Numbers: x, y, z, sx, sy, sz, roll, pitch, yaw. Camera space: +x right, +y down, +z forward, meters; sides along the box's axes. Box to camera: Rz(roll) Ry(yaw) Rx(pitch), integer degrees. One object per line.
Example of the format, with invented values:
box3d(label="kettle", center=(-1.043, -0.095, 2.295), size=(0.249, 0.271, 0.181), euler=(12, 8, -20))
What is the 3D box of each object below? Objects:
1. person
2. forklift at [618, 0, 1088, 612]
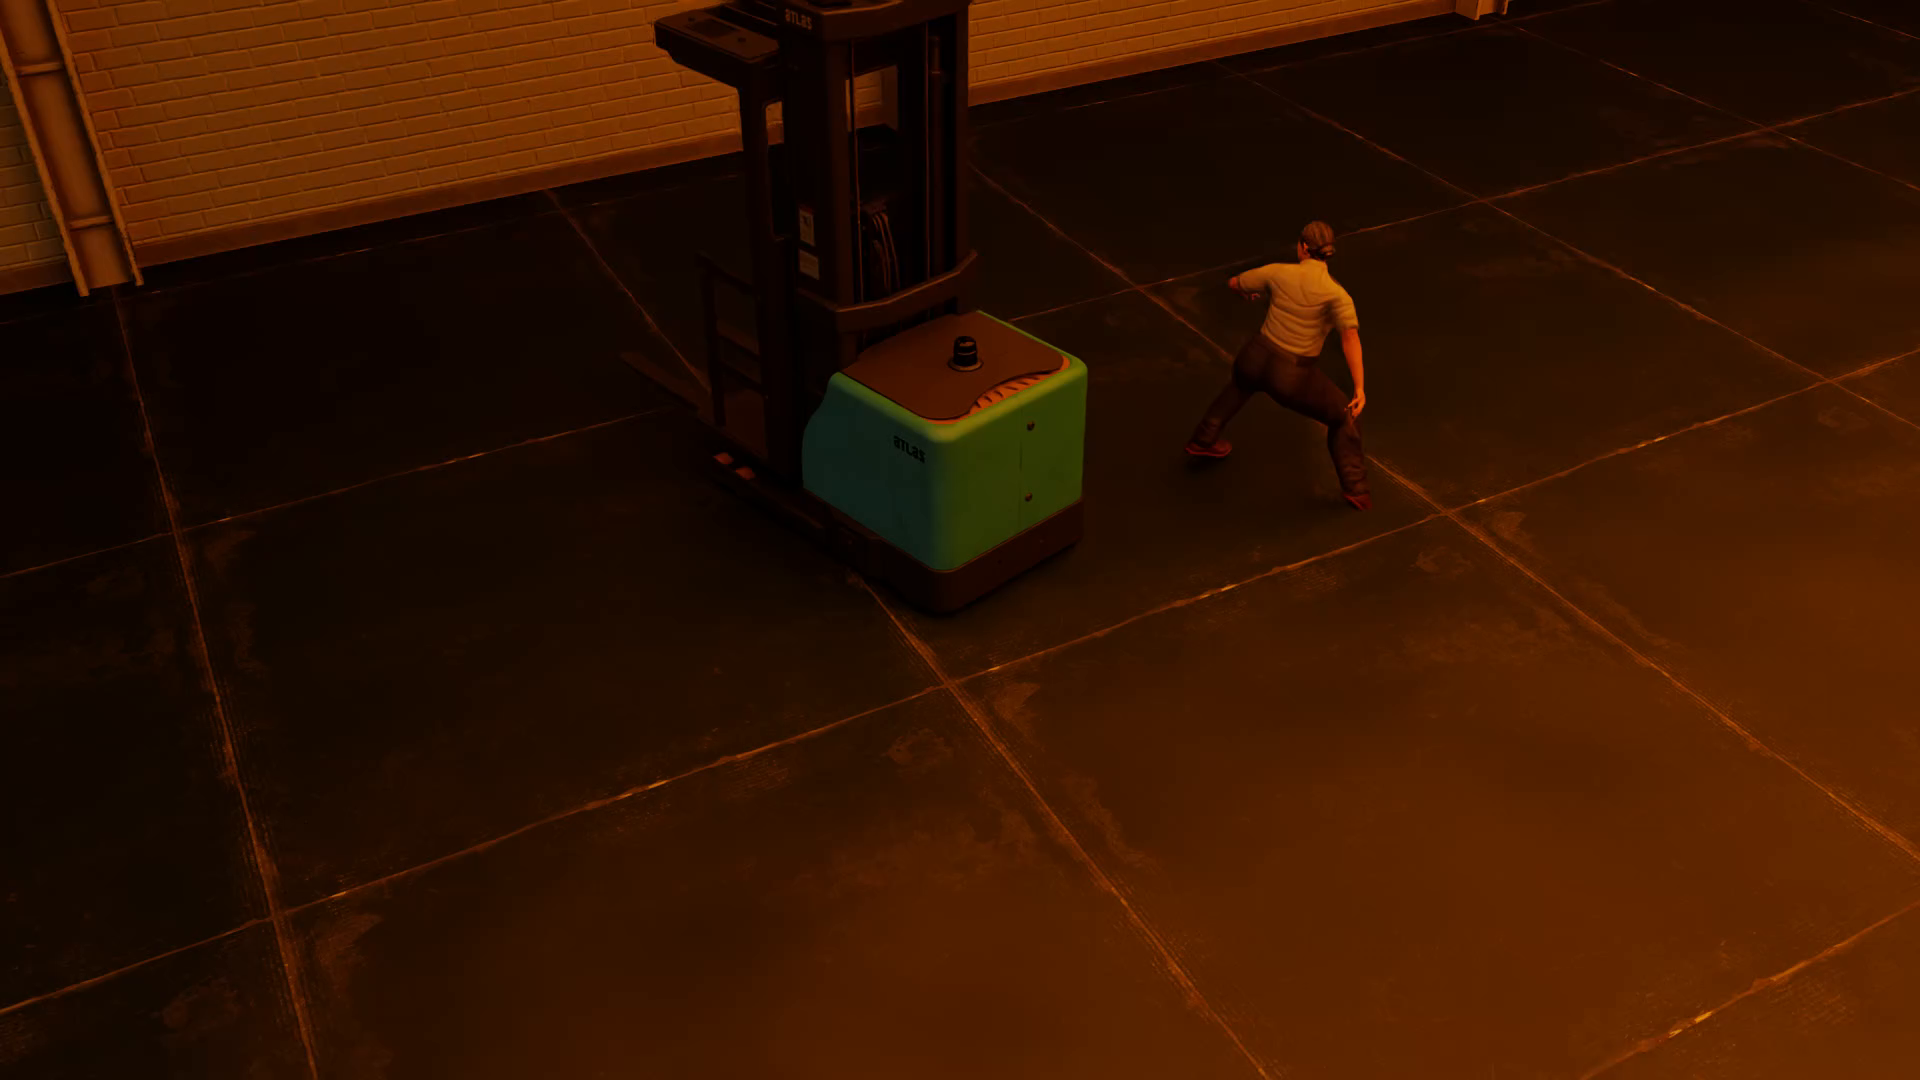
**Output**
box3d(label="person", center=(1.765, -0.865, 8.706), size=(1.028, 1.610, 0.528), euler=(29, 44, 34))
box3d(label="forklift", center=(-0.741, -1.607, 8.396), size=(1.130, 2.935, 3.031), euler=(-29, 44, -34))
